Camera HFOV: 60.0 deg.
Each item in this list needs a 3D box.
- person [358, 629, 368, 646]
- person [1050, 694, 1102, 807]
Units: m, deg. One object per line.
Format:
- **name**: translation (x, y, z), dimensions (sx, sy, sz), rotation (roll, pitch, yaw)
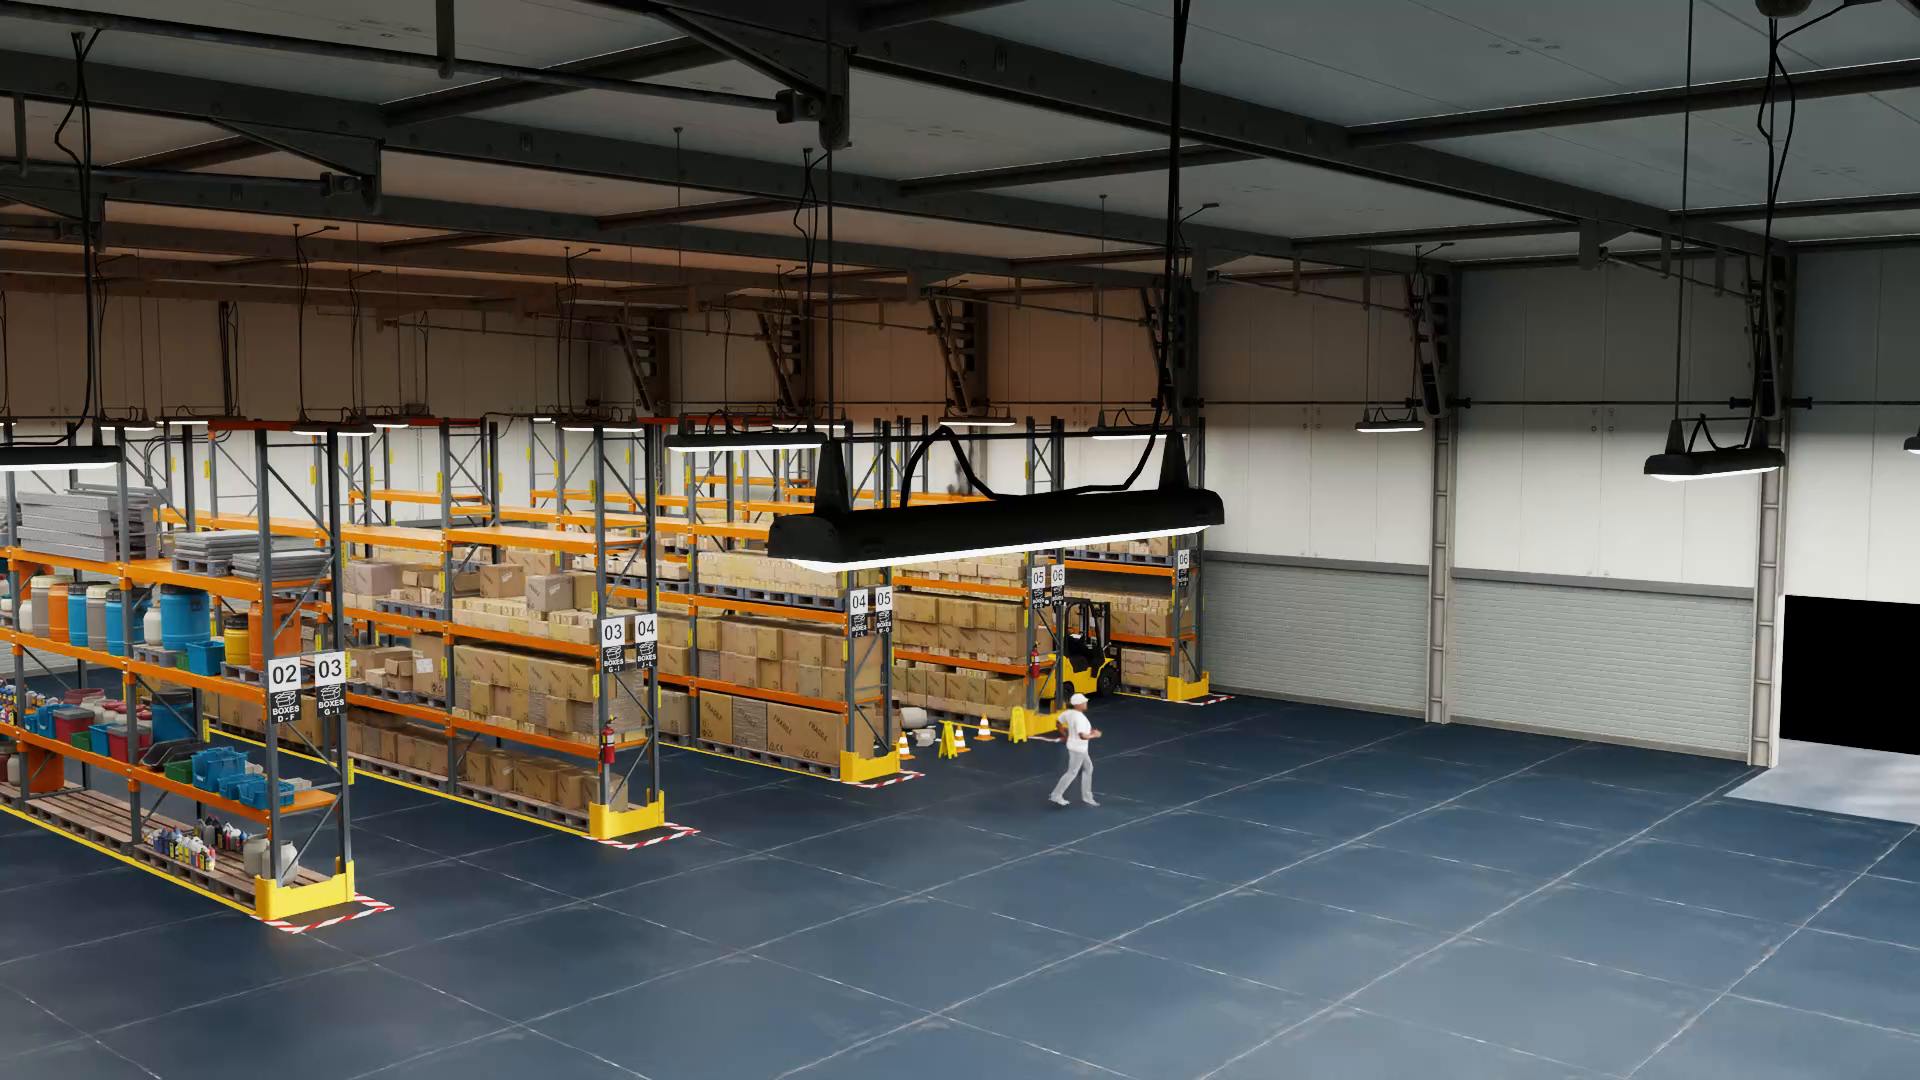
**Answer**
- **person**: translation (-14.212, 2.183, 39.754), dimensions (0.537, 1.713, 0.858), rotation (2, 5, 18)
- **person**: translation (1.803, 3.294, 25.863), dimensions (0.802, 1.820, 0.685), rotation (0, 5, -4)
